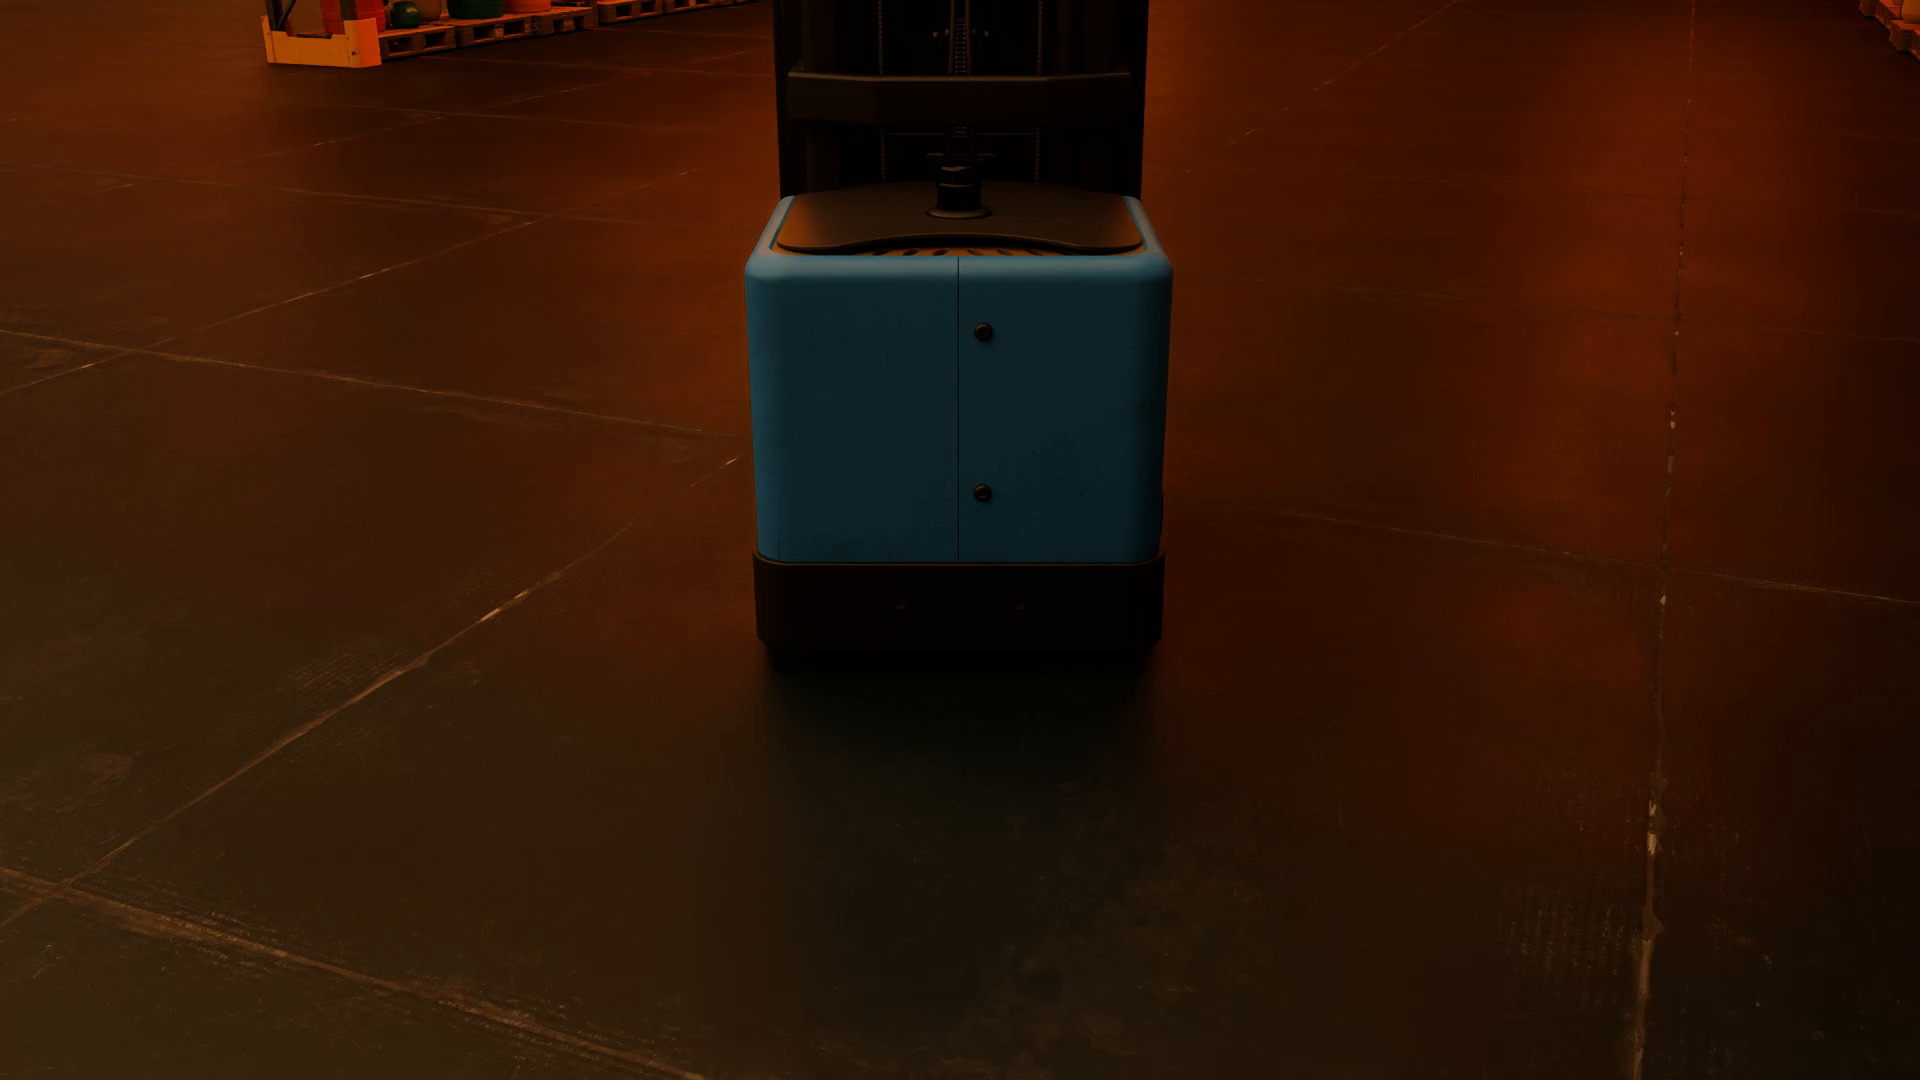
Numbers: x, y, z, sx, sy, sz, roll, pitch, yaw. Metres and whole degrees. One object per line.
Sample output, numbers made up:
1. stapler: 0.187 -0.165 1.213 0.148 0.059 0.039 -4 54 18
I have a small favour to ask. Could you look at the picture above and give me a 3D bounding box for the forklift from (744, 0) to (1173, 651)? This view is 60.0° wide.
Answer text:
1. forklift: 0.002 -1.587 5.089 1.130 2.935 3.031 0 23 0
